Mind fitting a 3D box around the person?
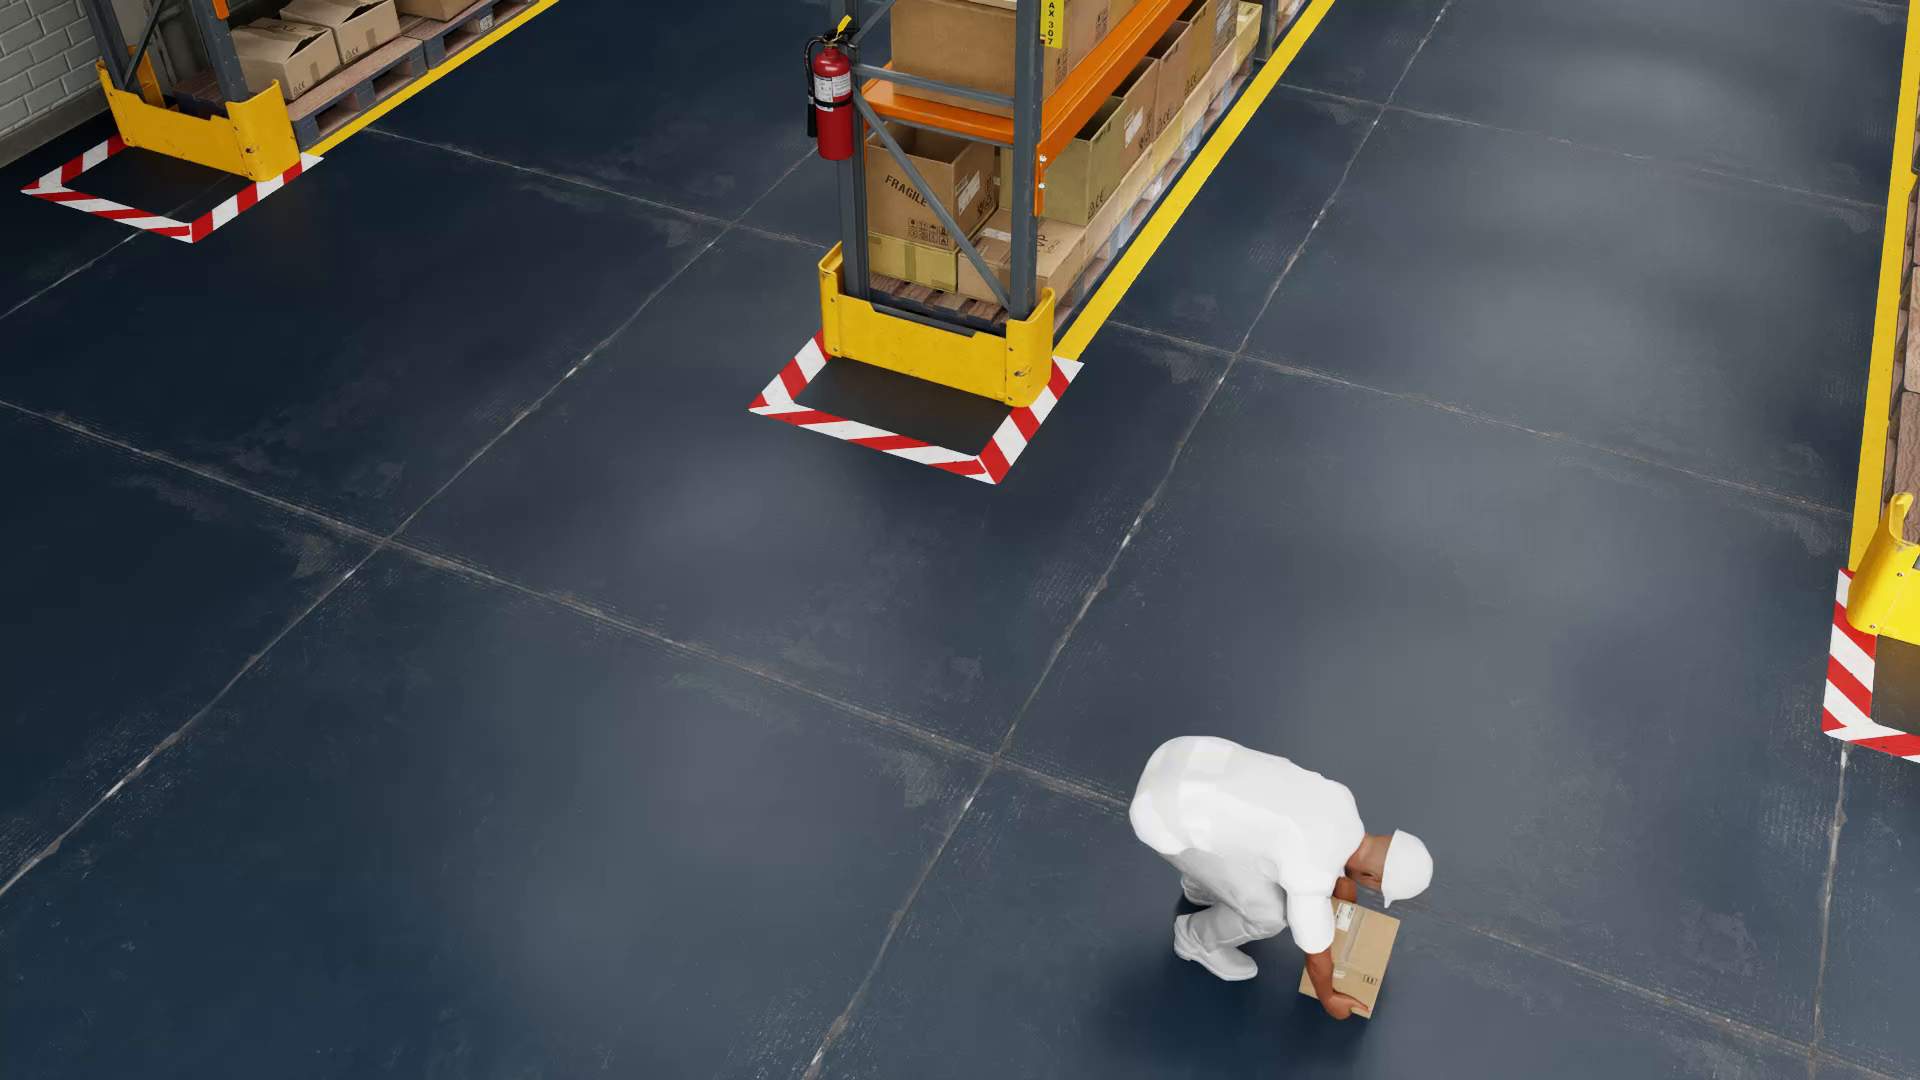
[{"bbox_3d":[1.054,1.104,5.589,0.979,0.886,0.505,16,44,17],"label":"person"}]
